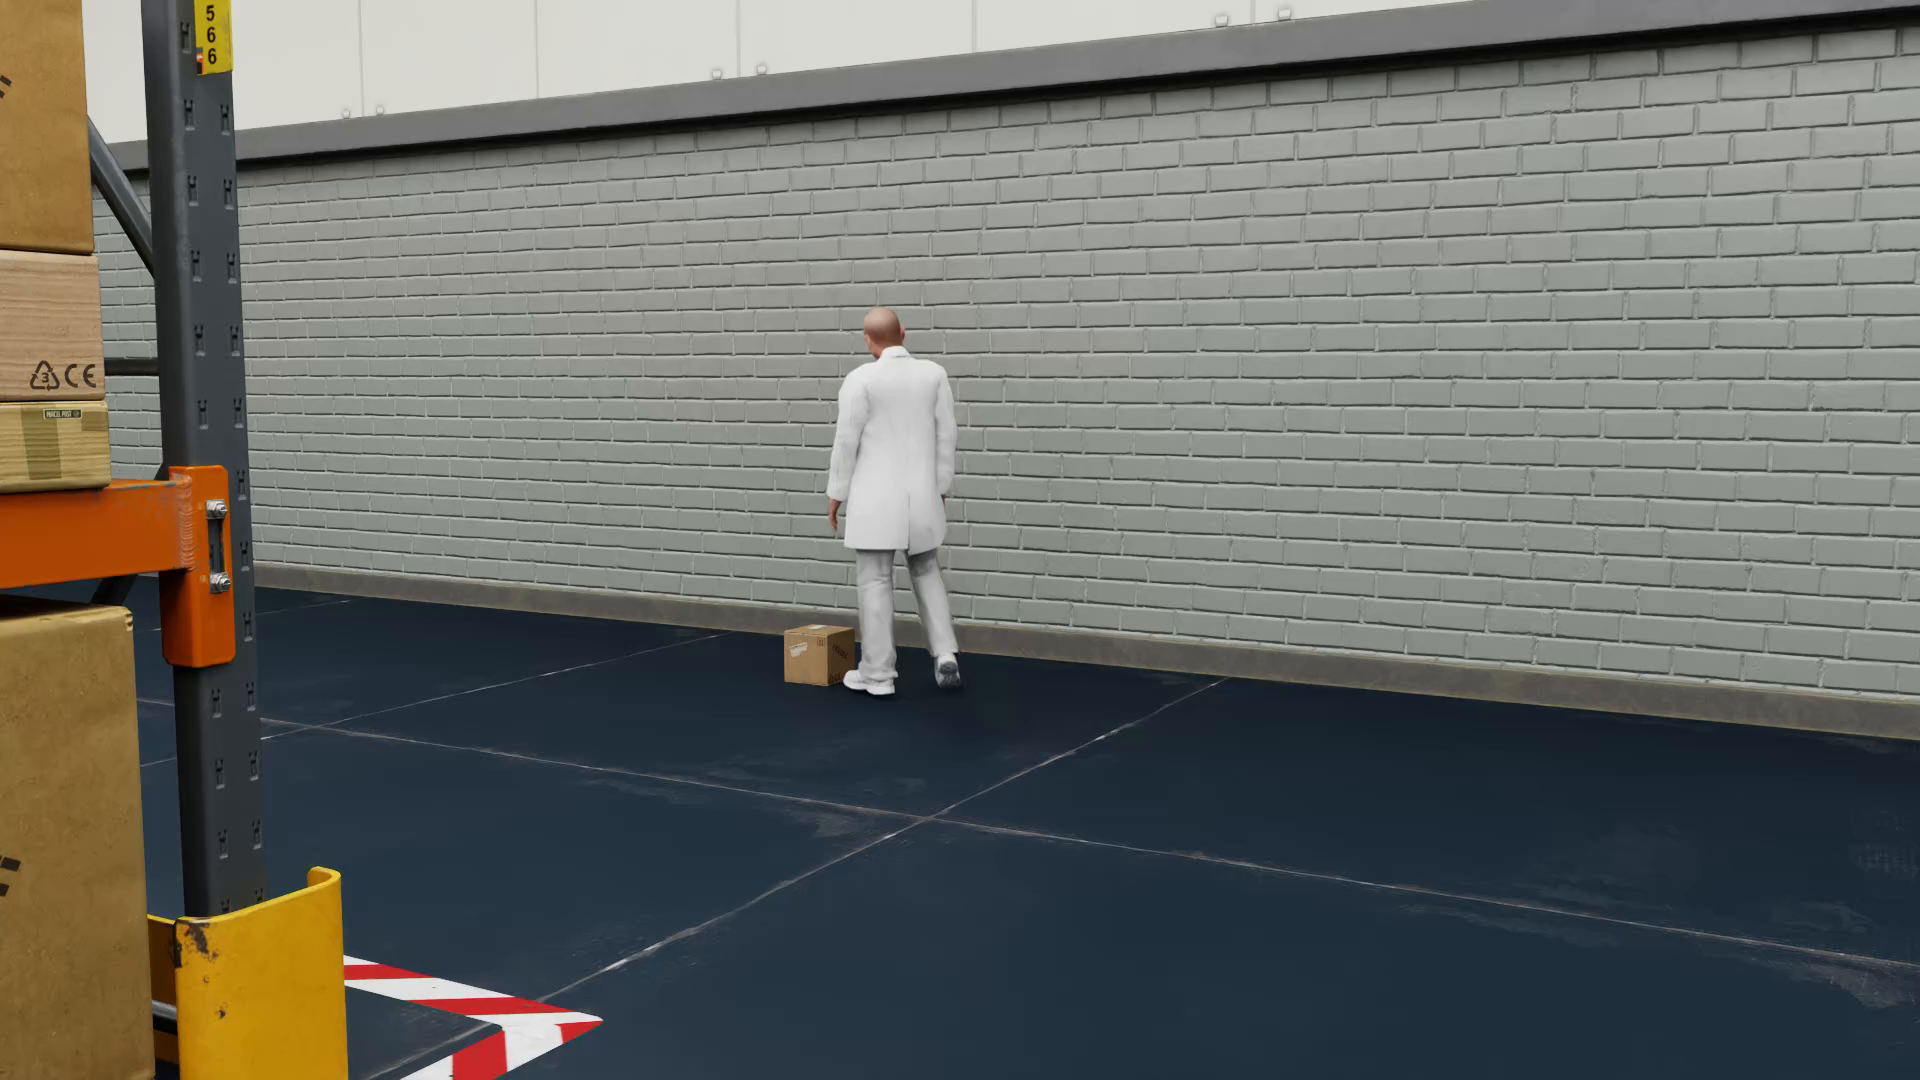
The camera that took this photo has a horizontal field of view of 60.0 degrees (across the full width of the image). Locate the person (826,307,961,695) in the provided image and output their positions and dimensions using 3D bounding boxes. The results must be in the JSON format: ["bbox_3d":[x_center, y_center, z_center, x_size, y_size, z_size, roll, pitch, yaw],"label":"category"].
[{"bbox_3d":[-0.282,-0.092,7.736,0.690,1.680,0.405,-3,7,-30],"label":"person"}]
